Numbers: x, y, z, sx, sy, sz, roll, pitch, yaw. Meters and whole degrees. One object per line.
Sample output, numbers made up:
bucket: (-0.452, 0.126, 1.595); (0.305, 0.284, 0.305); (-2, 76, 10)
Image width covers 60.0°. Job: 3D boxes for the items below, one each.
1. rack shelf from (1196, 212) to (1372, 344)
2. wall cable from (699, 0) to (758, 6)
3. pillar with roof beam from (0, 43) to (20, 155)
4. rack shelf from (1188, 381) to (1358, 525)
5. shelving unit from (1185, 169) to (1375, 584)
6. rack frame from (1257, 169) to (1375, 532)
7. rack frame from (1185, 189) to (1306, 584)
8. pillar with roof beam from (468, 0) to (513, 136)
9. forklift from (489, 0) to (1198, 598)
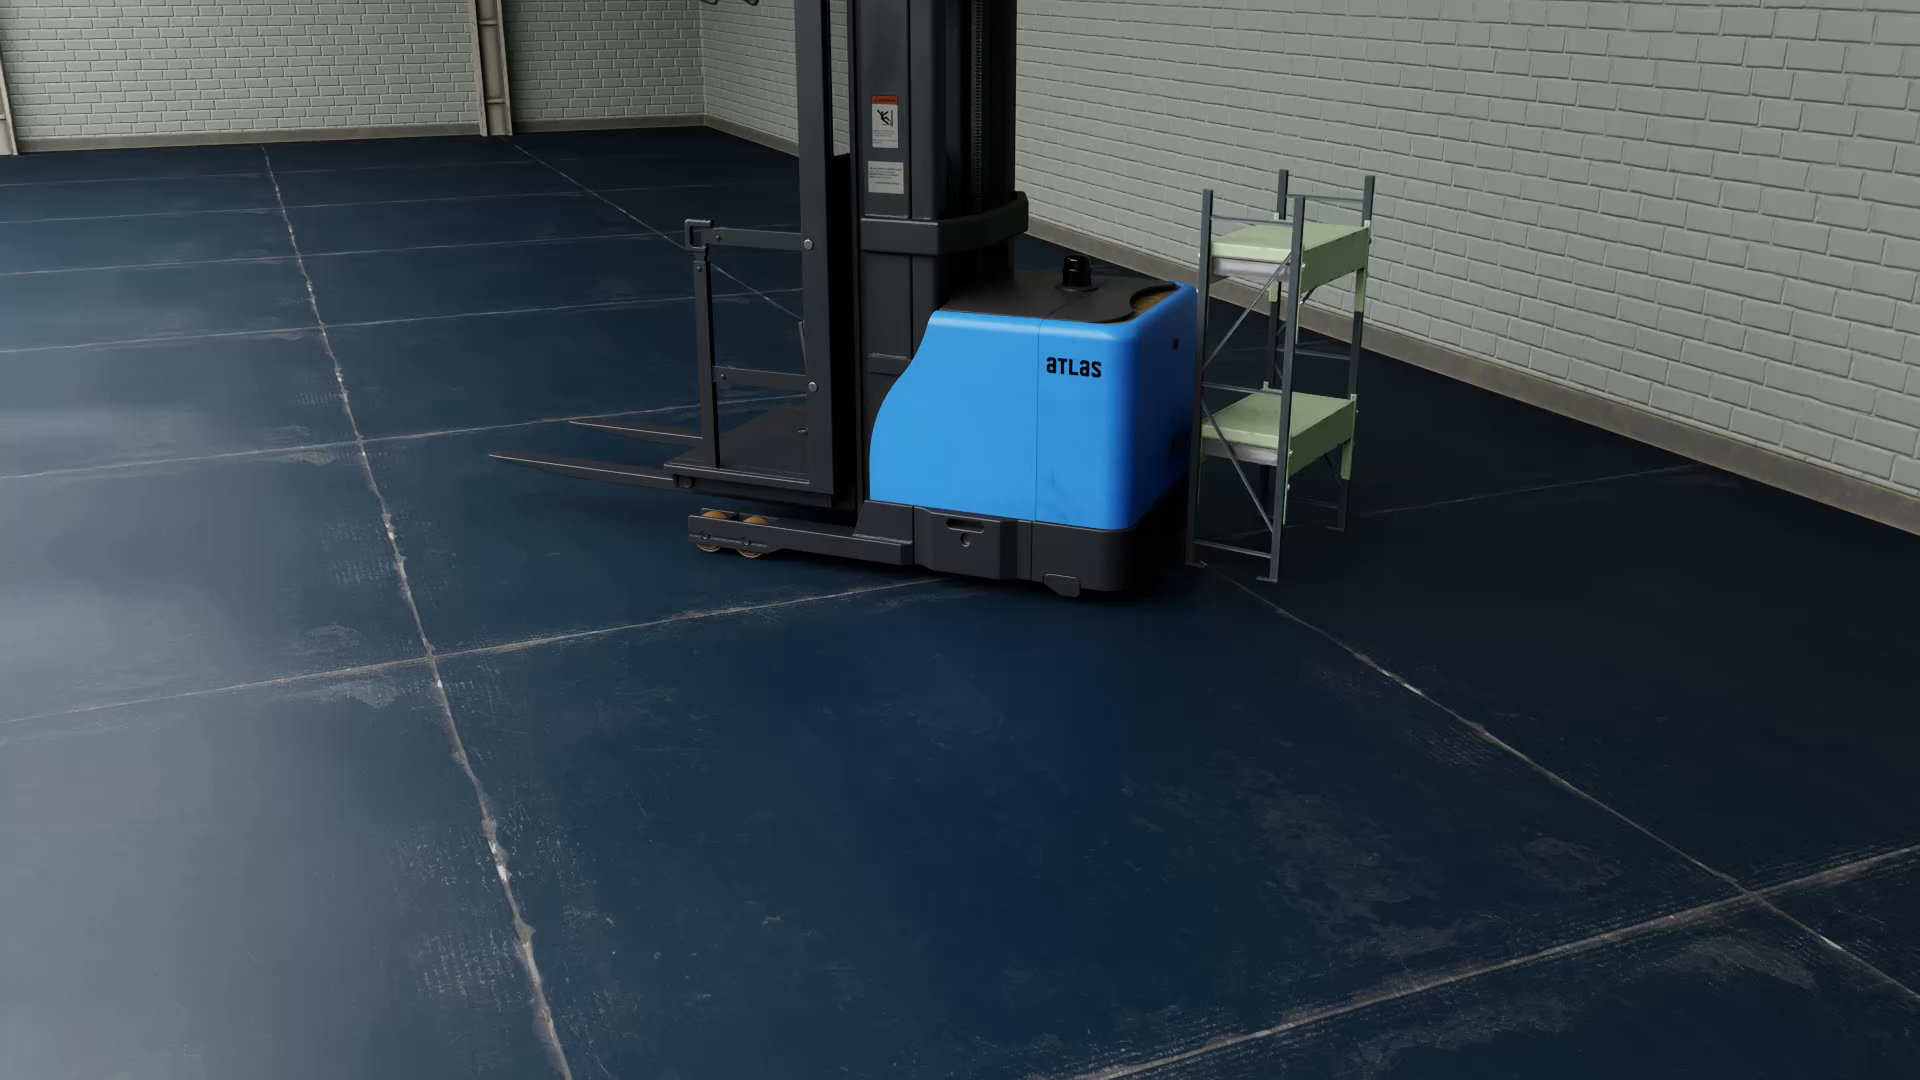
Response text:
rack shelf: (1.284, -1.045, 6.557); (0.431, 0.370, 0.720); (12, 23, 31)
wall cable: (-3.135, -8.332, 21.812); (0.112, 2.526, 3.097); (-8, 21, -22)
pillar with roof beam: (-10.168, -7.711, 15.371); (0.400, 9.000, 9.100); (-8, 21, -22)
rack shelf: (1.284, -0.370, 6.795); (0.431, 0.370, 0.720); (12, 23, 31)
shelving unit: (1.284, -0.677, 6.687); (0.431, 1.500, 0.755); (12, 23, 31)
rack frame: (1.482, -0.779, 6.977); (0.400, 1.500, 0.023); (12, 23, 31)
rack frame: (1.085, -0.575, 6.397); (0.400, 1.500, 0.023); (12, 23, 31)
pillar with roof beam: (-4.659, -8.500, 17.613); (0.400, 9.000, 9.100); (-8, 21, -22)
forklift: (-0.579, -1.461, 6.759); (3.031, 2.935, 1.130); (8, 21, 21)
